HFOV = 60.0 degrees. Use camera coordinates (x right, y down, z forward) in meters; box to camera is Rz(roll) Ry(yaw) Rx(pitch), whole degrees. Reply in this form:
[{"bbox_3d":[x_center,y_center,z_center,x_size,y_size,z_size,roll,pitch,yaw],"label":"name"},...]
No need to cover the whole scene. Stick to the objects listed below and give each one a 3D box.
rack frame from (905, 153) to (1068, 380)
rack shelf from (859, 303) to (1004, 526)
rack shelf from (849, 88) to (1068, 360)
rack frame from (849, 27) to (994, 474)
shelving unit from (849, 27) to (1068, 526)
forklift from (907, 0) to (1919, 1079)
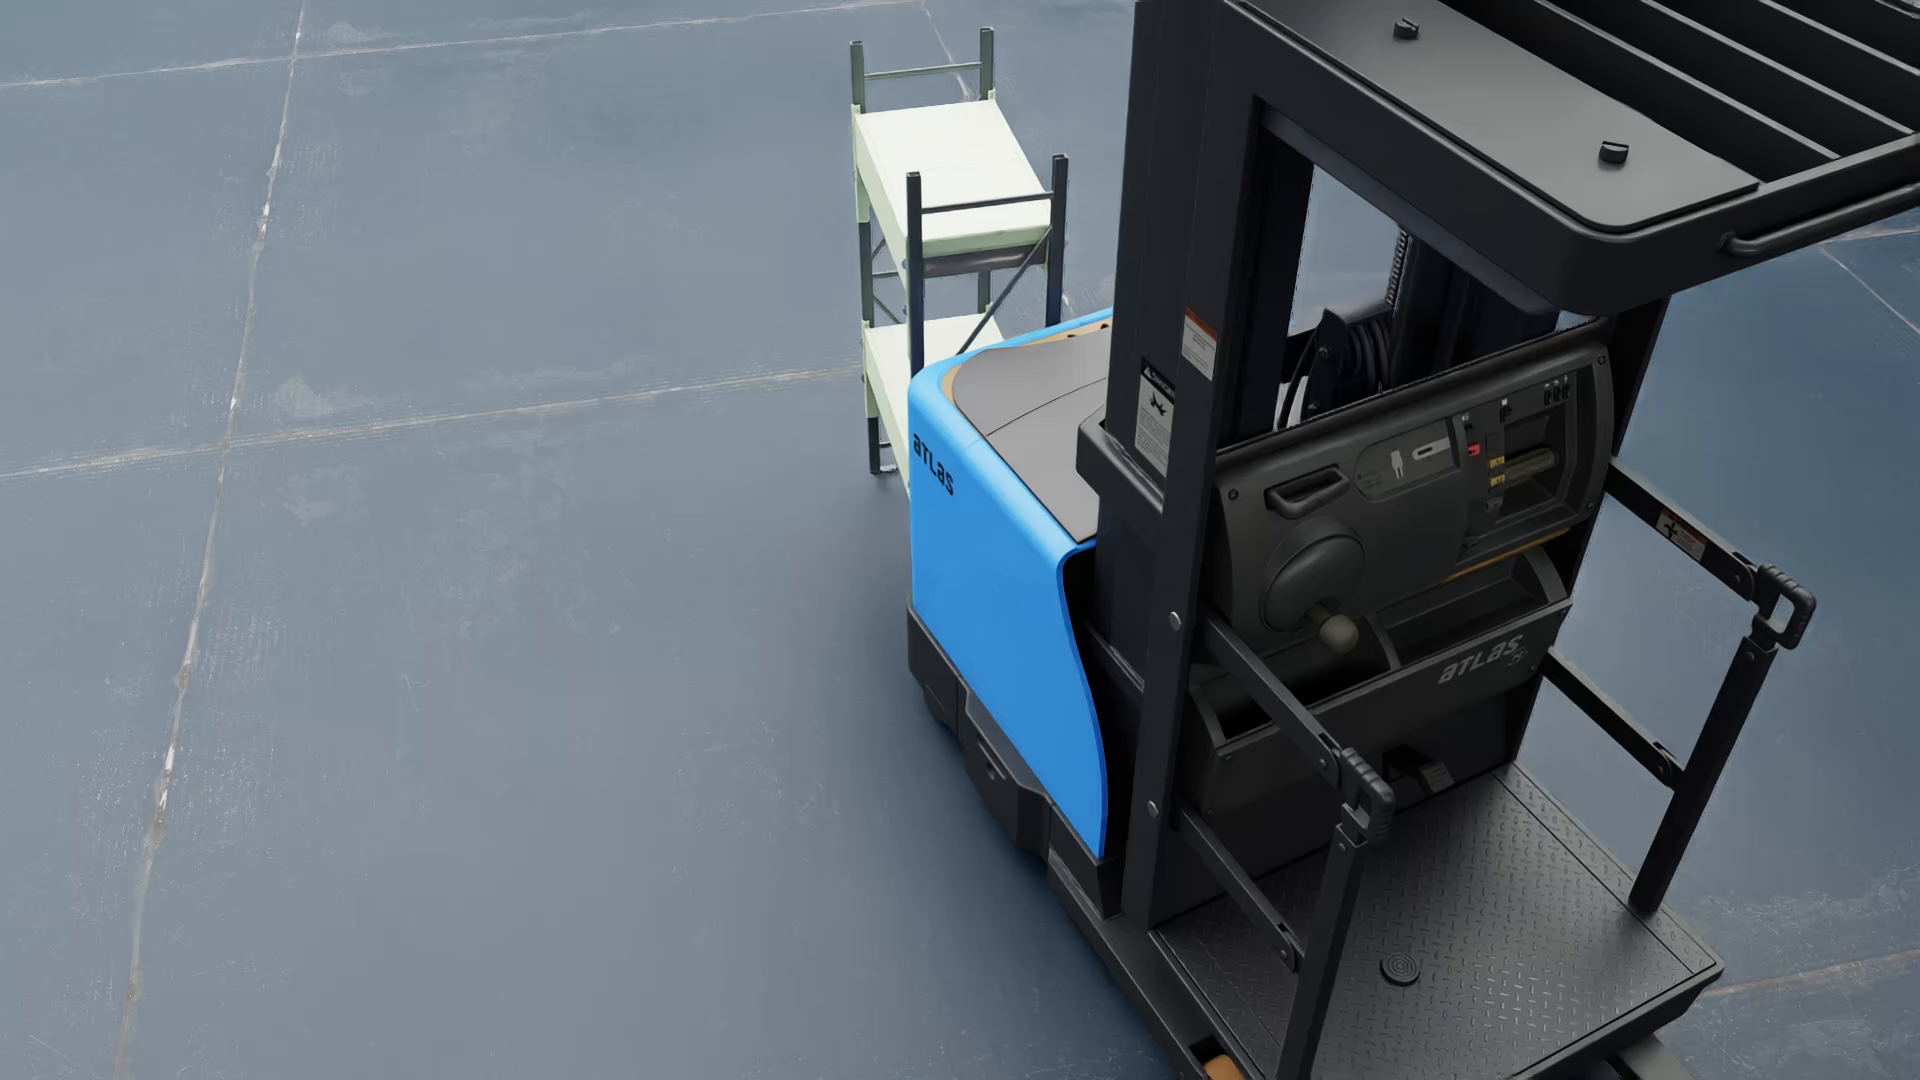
[{"bbox_3d":[0.066,-0.344,4.508,0.400,1.500,0.023,-9,42,-10],"label":"rack frame"},{"bbox_3d":[-0.019,-0.336,4.990,0.431,0.370,0.720,-9,42,-10],"label":"rack shelf"},{"bbox_3d":[-0.019,-0.872,4.515,0.431,0.370,0.720,-9,42,-10],"label":"rack shelf"},{"bbox_3d":[-0.104,-0.816,5.040,0.400,1.500,0.023,-9,42,-10],"label":"rack frame"},{"bbox_3d":[-0.019,-0.580,4.774,0.431,1.500,0.755,-9,42,-10],"label":"shelving unit"},{"bbox_3d":[0.990,-0.002,3.044,1.130,2.935,3.031,-19,45,-21],"label":"forklift"}]
